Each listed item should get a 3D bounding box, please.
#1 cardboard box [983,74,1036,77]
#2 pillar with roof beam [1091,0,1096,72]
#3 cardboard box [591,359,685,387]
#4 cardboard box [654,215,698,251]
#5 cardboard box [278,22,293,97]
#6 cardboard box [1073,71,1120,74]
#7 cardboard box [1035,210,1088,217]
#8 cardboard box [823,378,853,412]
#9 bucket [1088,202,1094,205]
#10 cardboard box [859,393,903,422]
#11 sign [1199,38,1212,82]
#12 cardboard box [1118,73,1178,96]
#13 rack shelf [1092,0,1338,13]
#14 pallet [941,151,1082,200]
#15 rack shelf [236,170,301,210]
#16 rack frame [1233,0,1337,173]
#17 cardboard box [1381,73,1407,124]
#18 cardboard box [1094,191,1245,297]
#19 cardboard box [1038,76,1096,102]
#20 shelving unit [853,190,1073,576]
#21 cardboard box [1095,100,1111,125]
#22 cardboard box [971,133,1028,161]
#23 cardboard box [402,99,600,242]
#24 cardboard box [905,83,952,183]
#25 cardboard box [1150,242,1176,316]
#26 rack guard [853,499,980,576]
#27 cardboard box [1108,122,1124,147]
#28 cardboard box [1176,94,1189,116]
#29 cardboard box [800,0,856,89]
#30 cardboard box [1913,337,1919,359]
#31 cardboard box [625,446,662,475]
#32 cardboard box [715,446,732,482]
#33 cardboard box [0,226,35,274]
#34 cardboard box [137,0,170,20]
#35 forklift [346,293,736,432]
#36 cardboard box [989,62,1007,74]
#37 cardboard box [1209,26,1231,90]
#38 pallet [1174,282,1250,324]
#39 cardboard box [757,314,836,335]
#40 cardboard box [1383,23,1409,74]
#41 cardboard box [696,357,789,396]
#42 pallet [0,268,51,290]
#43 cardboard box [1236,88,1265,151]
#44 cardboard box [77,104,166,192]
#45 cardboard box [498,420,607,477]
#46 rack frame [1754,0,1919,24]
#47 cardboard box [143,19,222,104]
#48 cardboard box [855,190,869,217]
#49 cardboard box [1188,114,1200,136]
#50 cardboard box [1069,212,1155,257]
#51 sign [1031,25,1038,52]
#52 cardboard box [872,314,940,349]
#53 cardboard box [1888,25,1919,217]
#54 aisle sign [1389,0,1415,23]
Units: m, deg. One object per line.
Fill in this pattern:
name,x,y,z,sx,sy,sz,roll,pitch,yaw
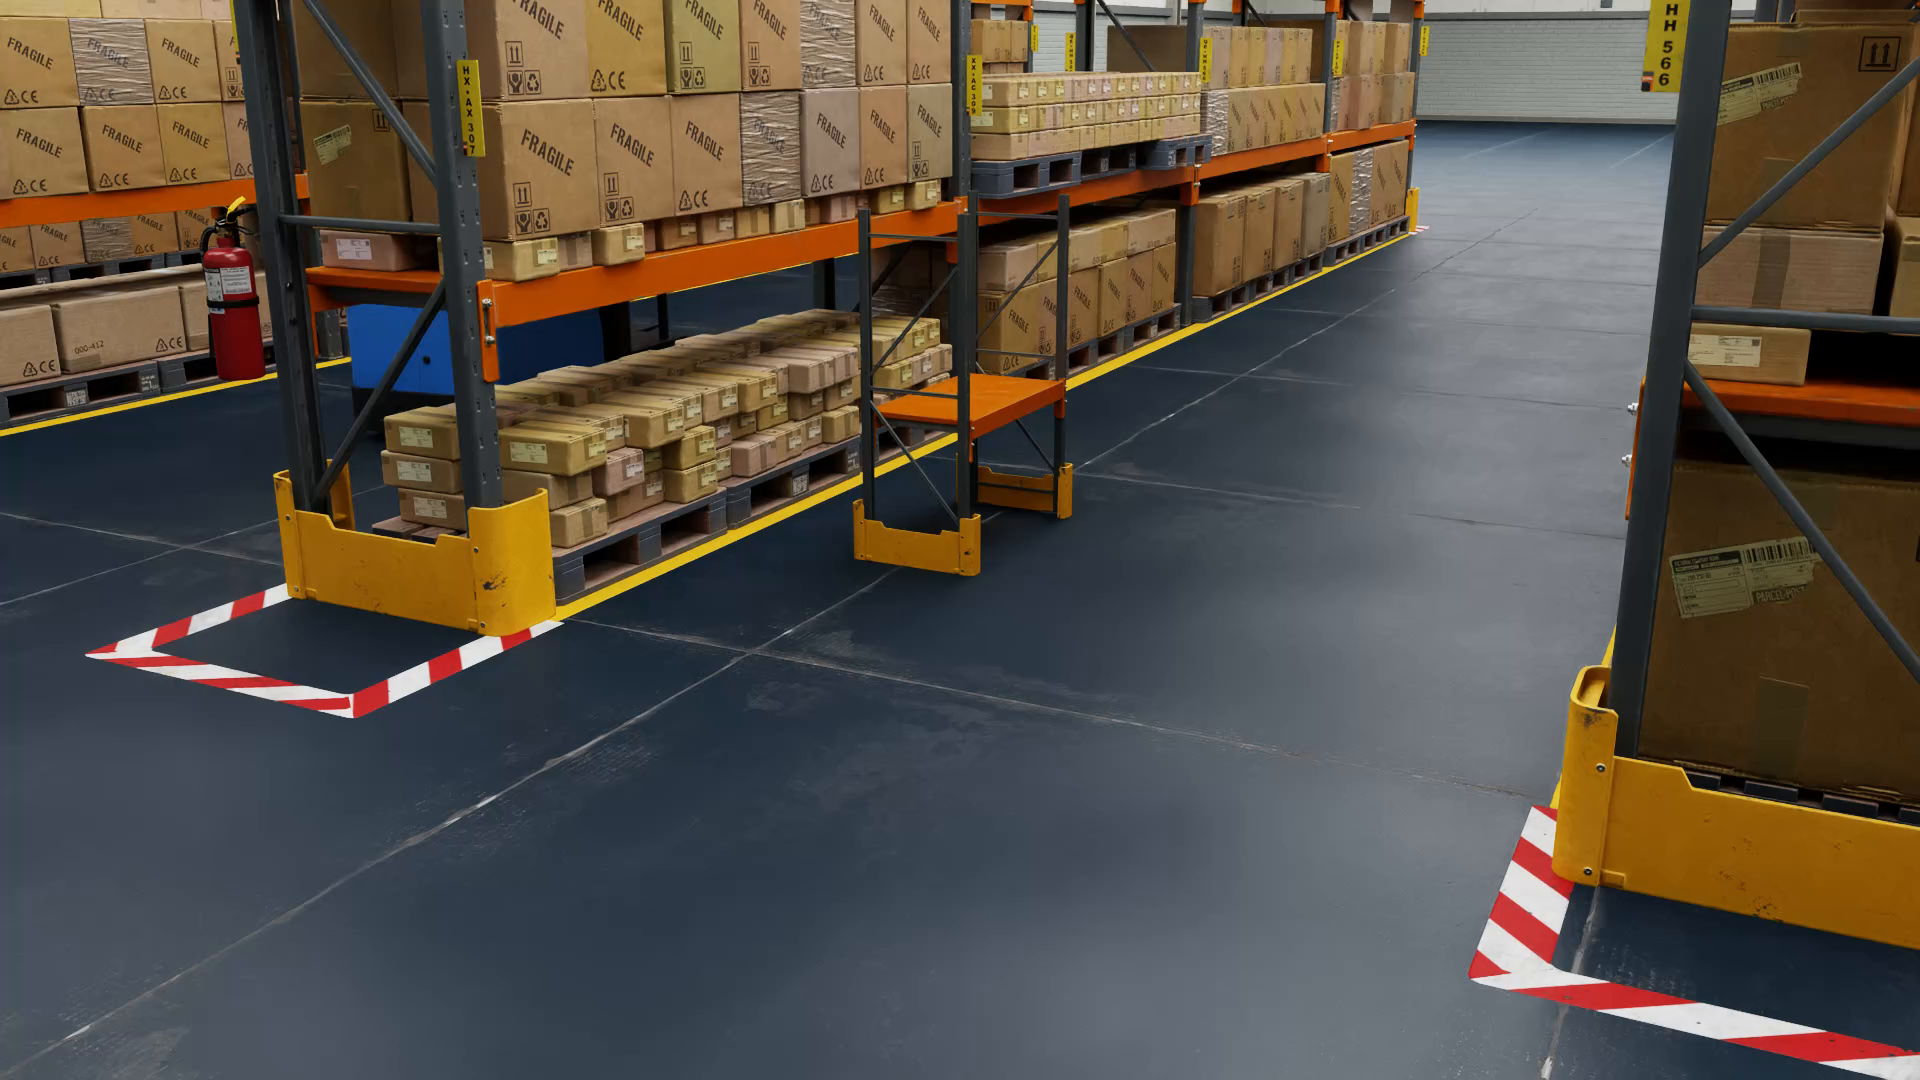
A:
cardboard box,0.295,-3.076,11.272,0.380,0.149,0.250,8,18,25
pillar with roof beam,6.811,-13.324,36.578,9.100,9.000,0.400,8,18,25
cardboard box,-1.564,-0.776,8.092,0.380,0.149,0.250,7,18,24
cardboard box,-1.380,-1.365,7.293,0.380,0.149,0.250,8,18,25
cardboard box,-4.432,-3.389,11.735,0.500,0.500,0.500,8,18,26
cardboard box,0.994,-3.473,12.608,0.380,0.149,0.250,8,18,25
cardboard box,0.624,-2.290,12.301,0.500,0.250,0.500,8,18,25
cardboard box,-0.778,-0.779,8.626,0.380,0.149,0.250,9,19,27
bucket,1.161,-3.707,17.818,0.620,0.611,0.726,-27,30,-37
cardboard box,-0.534,-0.743,9.026,0.380,0.149,0.250,7,18,24
sign,1.865,-3.652,12.656,0.100,0.325,0.005,8,18,25
cardboard box,1.335,-3.254,11.869,0.380,0.149,0.250,9,19,27
rack shelf,2.269,-4.804,14.424,1.077,0.370,4.000,8,18,25
pallet,0.060,-2.267,10.224,1.003,0.211,1.213,8,18,25
rack shelf,-3.992,-2.951,13.455,1.077,0.370,4.000,8,18,25
rack frame,3.163,-4.220,16.464,1.000,3.000,0.127,8,18,25
cardboard box,4.599,-5.068,19.055,0.875,0.550,0.550,8,18,25
cardboard box,1.728,-2.468,13.778,1.050,0.750,0.750,8,18,25
cardboard box,0.639,-2.855,10.529,0.380,0.149,0.250,8,18,25
shelving unit,0.034,-0.738,7.376,0.587,1.500,1.083,8,18,25
cardboard box,0.757,-2.782,10.805,0.380,0.149,0.250,8,18,24
cardboard box,0.175,-2.305,9.720,0.380,0.149,0.250,7,18,23
cardboard box,-1.752,-1.433,6.383,0.500,0.500,0.500,9,19,28
cardboard box,-0.375,-2.214,9.011,0.500,0.500,0.500,8,18,25
cardboard box,1.315,-2.003,12.654,0.500,0.500,0.500,8,18,25
rack guard,-0.188,-0.012,7.127,0.587,0.250,0.087,8,18,25
cardboard box,0.870,-2.702,11.057,0.380,0.149,0.250,7,18,23
cardboard box,1.444,-3.173,12.119,0.380,0.149,0.250,9,19,27
cardboard box,-0.848,-2.437,8.007,0.500,0.500,0.500,9,19,27
cardboard box,2.874,-0.565,4.601,0.380,0.149,0.250,8,18,24
cardboard box,-1.533,-0.378,7.275,0.380,0.149,0.250,8,18,26
cardboard box,-1.289,-0.360,7.739,0.380,0.149,0.250,8,18,26
cardboard box,-8.681,-2.651,14.836,0.500,0.500,0.500,8,18,25
cardboard box,-5.171,-3.323,10.374,0.380,0.149,0.250,8,18,25
forklift,-2.434,-2.317,10.176,1.130,2.935,3.031,6,18,20
cardboard box,0.253,-5.733,20.861,0.500,0.500,0.500,8,18,25
cardboard box,1.810,-3.970,13.692,0.700,0.500,0.500,8,18,25
pallet,1.795,-2.056,14.075,1.003,0.211,1.213,8,18,25
cardboard box,-0.927,-1.178,9.447,0.380,0.149,0.250,9,19,28
cardboard box,4.586,-5.587,18.907,0.875,0.550,0.550,8,18,25
cardboard box,-1.064,-0.787,8.132,0.380,0.149,0.250,8,18,26
pallet,-8.998,-2.292,14.871,1.003,0.211,1.213,8,18,25
cardboard box,2.268,-3.587,14.159,0.500,0.500,0.500,8,18,25
cardboard box,-5.301,-2.422,10.235,0.500,0.500,0.500,8,18,25
cardboard box,-1.661,-0.374,6.738,0.380,0.149,0.250,7,18,23
rack frame,3.980,-1.526,7.392,1.000,3.000,0.127,8,18,25
cardboard box,-5.083,-3.030,10.526,0.500,0.500,0.500,8,18,25
cardboard box,-0.697,-1.762,8.631,0.380,0.149,0.250,8,18,24
cardboard box,1.566,-3.098,12.390,0.380,0.149,0.250,8,19,26
cardboard box,1.088,-2.226,12.087,0.500,0.250,0.500,8,18,26
sign,0.964,-6.474,21.463,0.100,0.325,0.005,8,18,25
cardboard box,-0.338,-1.178,9.448,0.380,0.149,0.250,9,19,27
cardboard box,2.872,-1.152,4.559,0.500,0.500,0.500,8,18,24
aisle sign,5.250,-6.465,19.457,0.394,0.787,0.004,8,18,25
